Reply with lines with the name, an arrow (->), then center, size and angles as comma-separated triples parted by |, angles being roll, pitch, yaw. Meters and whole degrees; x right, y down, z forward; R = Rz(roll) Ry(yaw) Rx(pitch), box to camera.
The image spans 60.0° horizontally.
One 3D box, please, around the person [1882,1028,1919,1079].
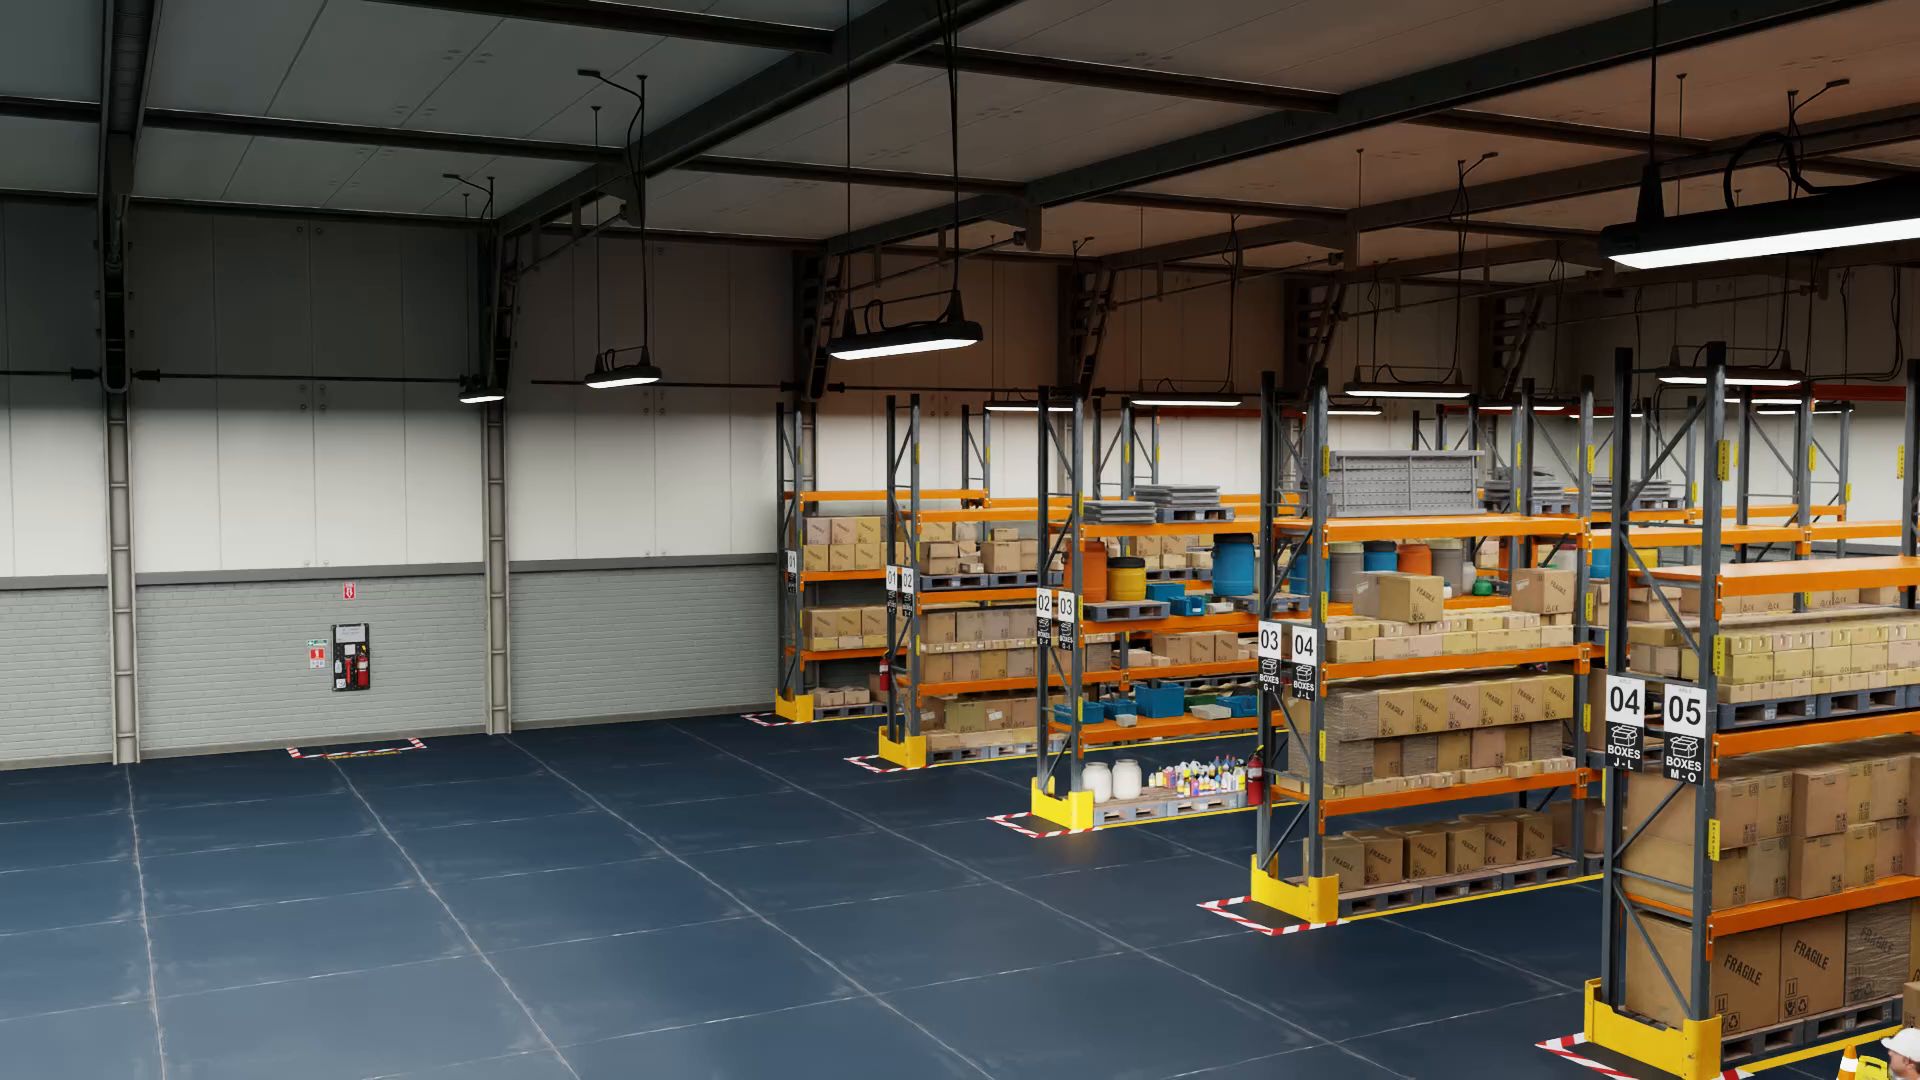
person -> 5.617, 3.738, 9.797 | 1.058, 1.726, 0.602 | 0, 3, 7
